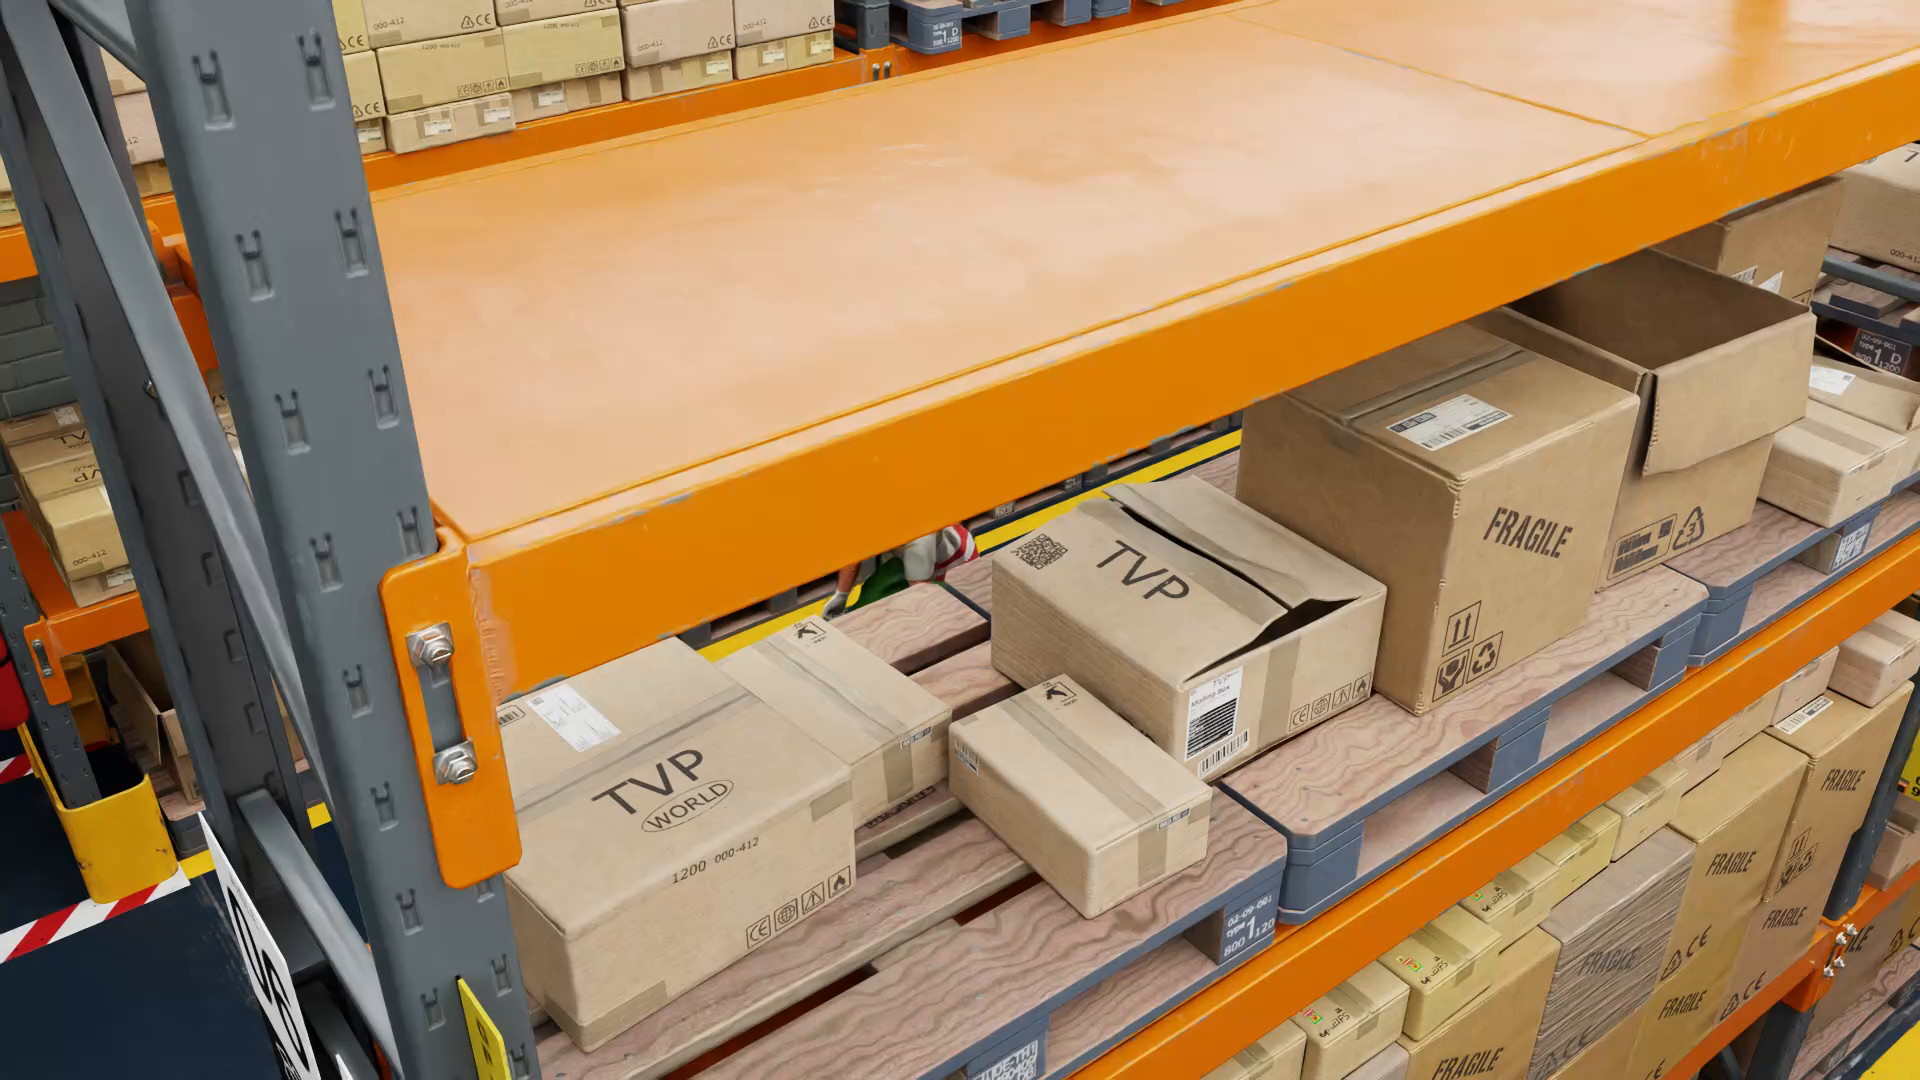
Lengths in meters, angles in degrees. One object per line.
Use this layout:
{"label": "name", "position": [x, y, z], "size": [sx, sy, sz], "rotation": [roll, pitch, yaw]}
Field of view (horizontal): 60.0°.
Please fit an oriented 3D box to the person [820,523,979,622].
{"label": "person", "position": [-0.261, 0.228, 7.659], "size": [0.793, 1.354, 0.585], "rotation": [-22, 38, -31]}
